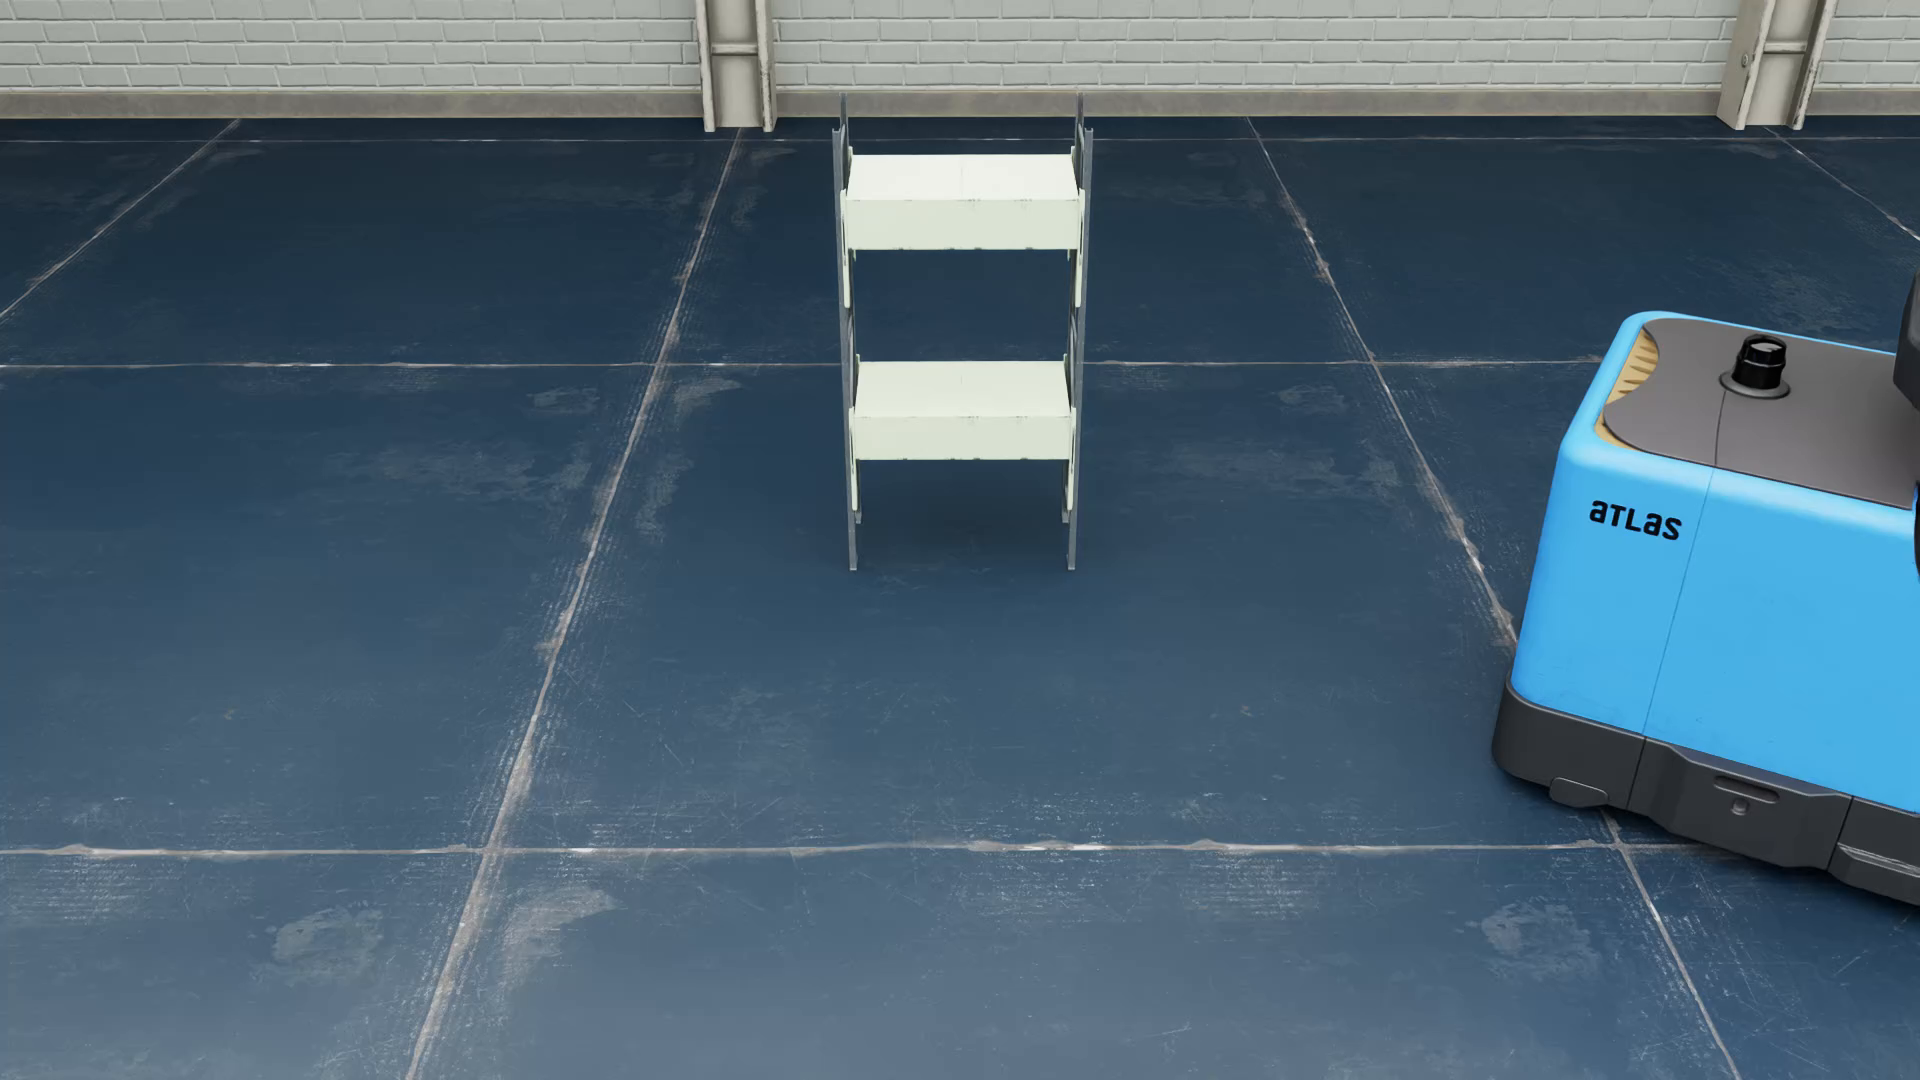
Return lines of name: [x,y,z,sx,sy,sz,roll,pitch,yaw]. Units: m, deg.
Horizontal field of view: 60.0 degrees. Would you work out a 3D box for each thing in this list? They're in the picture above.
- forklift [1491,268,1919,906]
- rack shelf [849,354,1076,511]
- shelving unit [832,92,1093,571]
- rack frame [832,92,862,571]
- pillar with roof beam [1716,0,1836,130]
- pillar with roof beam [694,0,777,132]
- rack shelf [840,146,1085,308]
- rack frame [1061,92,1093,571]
forklift: [3.020,-0.427,3.629,3.031,2.935,1.130,16,35,24]
rack shelf: [0.007,-0.363,5.530,0.720,0.370,0.431,0,31,0]
shelving unit: [0.007,-0.641,5.361,0.755,1.500,0.431,0,31,0]
rack frame: [-0.359,-0.640,5.359,0.023,1.500,0.400,0,31,0]
pillar with roof beam: [4.739,-4.087,3.811,0.400,9.000,9.100,0,31,0]
pillar with roof beam: [-1.261,-4.069,3.781,0.400,9.000,9.100,0,31,0]
rack shelf: [0.007,-0.975,5.159,0.720,0.370,0.431,0,31,0]
rack frame: [0.373,-0.642,5.363,0.023,1.500,0.400,0,31,0]
